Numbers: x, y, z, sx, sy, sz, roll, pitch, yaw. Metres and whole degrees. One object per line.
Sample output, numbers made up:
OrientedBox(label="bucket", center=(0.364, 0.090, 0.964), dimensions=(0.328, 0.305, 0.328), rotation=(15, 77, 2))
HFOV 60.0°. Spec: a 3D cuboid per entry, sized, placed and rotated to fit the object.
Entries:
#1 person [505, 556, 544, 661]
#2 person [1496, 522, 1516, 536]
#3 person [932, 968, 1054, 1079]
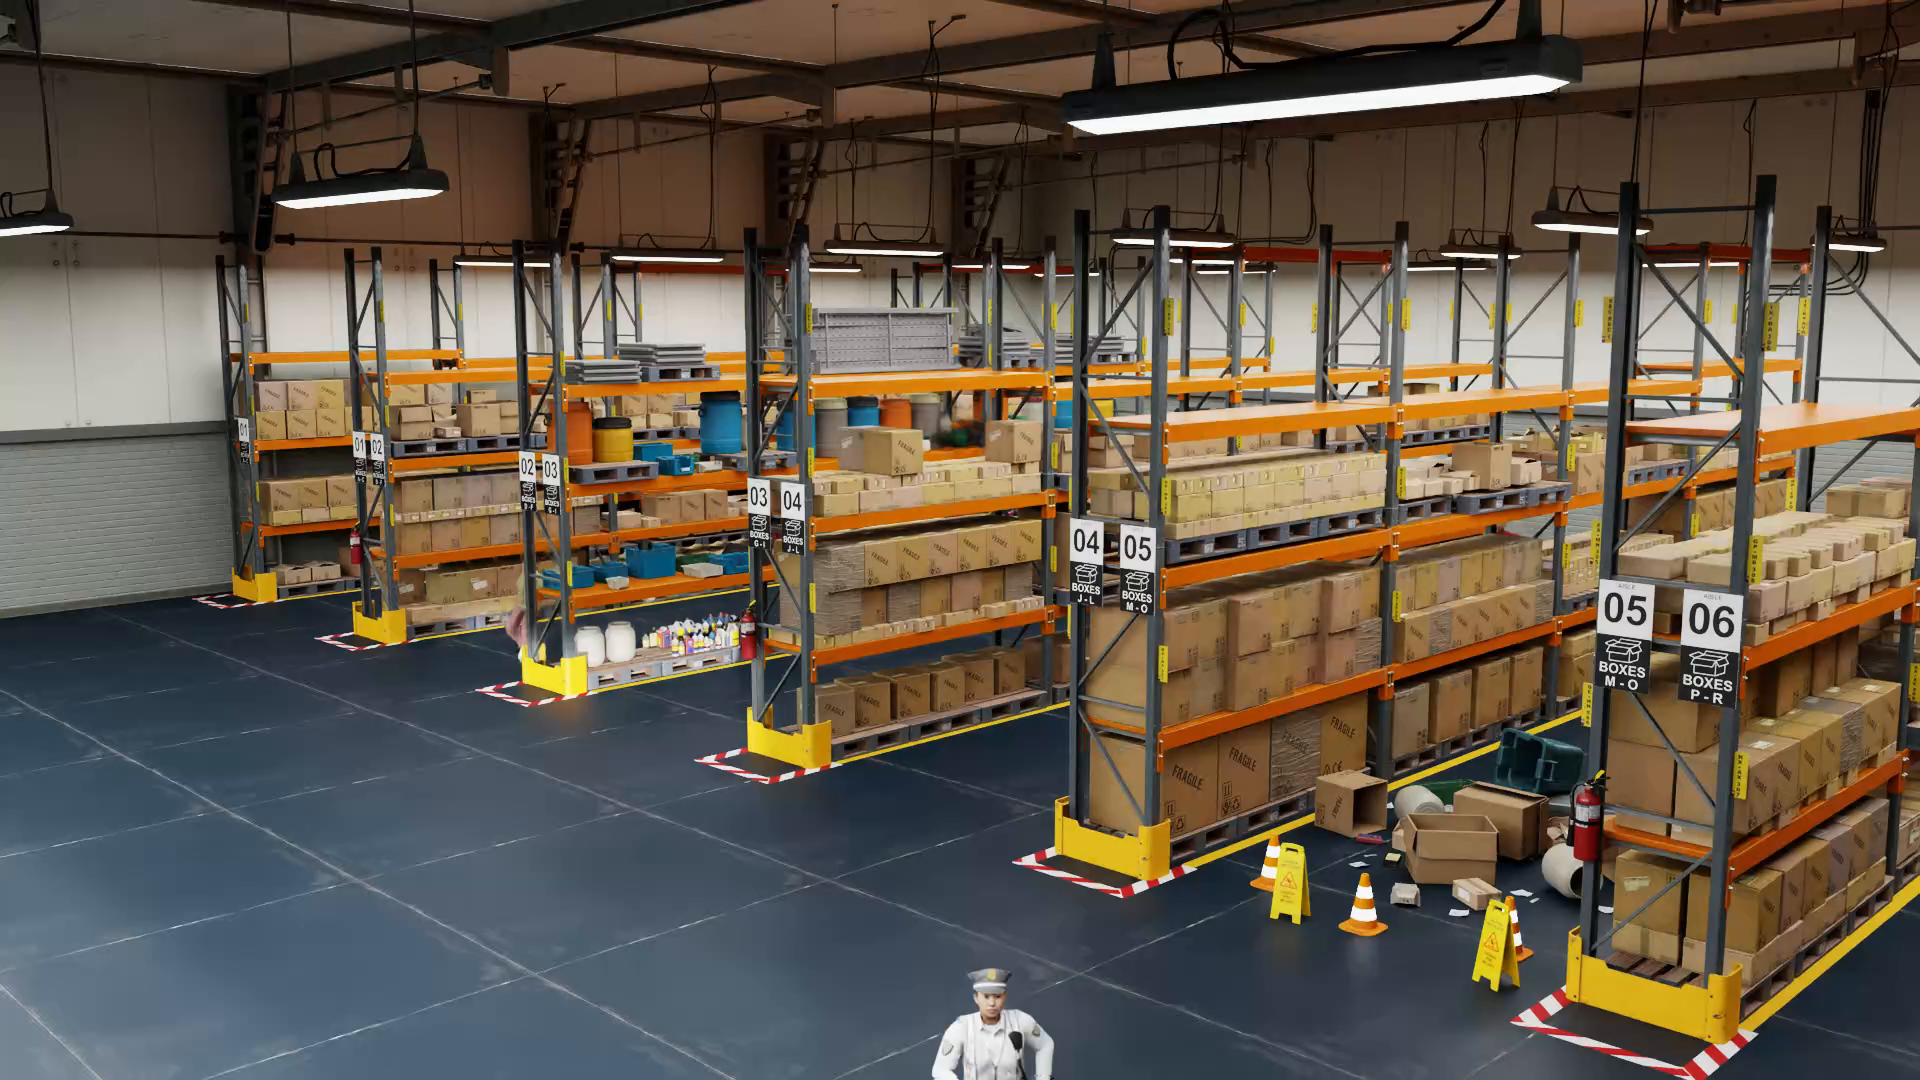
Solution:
OrientedBox(label="person", center=(-6.234, 0.980, 24.004), dimensions=(0.613, 1.613, 0.544), rotation=(5, 10, 33))
OrientedBox(label="person", center=(8.796, 0.469, 27.147), dimensions=(0.666, 1.703, 0.890), rotation=(5, 10, 32))
OrientedBox(label="person", center=(0.187, 3.088, 8.898), dimensions=(0.671, 1.663, 0.562), rotation=(0, 8, -3))
